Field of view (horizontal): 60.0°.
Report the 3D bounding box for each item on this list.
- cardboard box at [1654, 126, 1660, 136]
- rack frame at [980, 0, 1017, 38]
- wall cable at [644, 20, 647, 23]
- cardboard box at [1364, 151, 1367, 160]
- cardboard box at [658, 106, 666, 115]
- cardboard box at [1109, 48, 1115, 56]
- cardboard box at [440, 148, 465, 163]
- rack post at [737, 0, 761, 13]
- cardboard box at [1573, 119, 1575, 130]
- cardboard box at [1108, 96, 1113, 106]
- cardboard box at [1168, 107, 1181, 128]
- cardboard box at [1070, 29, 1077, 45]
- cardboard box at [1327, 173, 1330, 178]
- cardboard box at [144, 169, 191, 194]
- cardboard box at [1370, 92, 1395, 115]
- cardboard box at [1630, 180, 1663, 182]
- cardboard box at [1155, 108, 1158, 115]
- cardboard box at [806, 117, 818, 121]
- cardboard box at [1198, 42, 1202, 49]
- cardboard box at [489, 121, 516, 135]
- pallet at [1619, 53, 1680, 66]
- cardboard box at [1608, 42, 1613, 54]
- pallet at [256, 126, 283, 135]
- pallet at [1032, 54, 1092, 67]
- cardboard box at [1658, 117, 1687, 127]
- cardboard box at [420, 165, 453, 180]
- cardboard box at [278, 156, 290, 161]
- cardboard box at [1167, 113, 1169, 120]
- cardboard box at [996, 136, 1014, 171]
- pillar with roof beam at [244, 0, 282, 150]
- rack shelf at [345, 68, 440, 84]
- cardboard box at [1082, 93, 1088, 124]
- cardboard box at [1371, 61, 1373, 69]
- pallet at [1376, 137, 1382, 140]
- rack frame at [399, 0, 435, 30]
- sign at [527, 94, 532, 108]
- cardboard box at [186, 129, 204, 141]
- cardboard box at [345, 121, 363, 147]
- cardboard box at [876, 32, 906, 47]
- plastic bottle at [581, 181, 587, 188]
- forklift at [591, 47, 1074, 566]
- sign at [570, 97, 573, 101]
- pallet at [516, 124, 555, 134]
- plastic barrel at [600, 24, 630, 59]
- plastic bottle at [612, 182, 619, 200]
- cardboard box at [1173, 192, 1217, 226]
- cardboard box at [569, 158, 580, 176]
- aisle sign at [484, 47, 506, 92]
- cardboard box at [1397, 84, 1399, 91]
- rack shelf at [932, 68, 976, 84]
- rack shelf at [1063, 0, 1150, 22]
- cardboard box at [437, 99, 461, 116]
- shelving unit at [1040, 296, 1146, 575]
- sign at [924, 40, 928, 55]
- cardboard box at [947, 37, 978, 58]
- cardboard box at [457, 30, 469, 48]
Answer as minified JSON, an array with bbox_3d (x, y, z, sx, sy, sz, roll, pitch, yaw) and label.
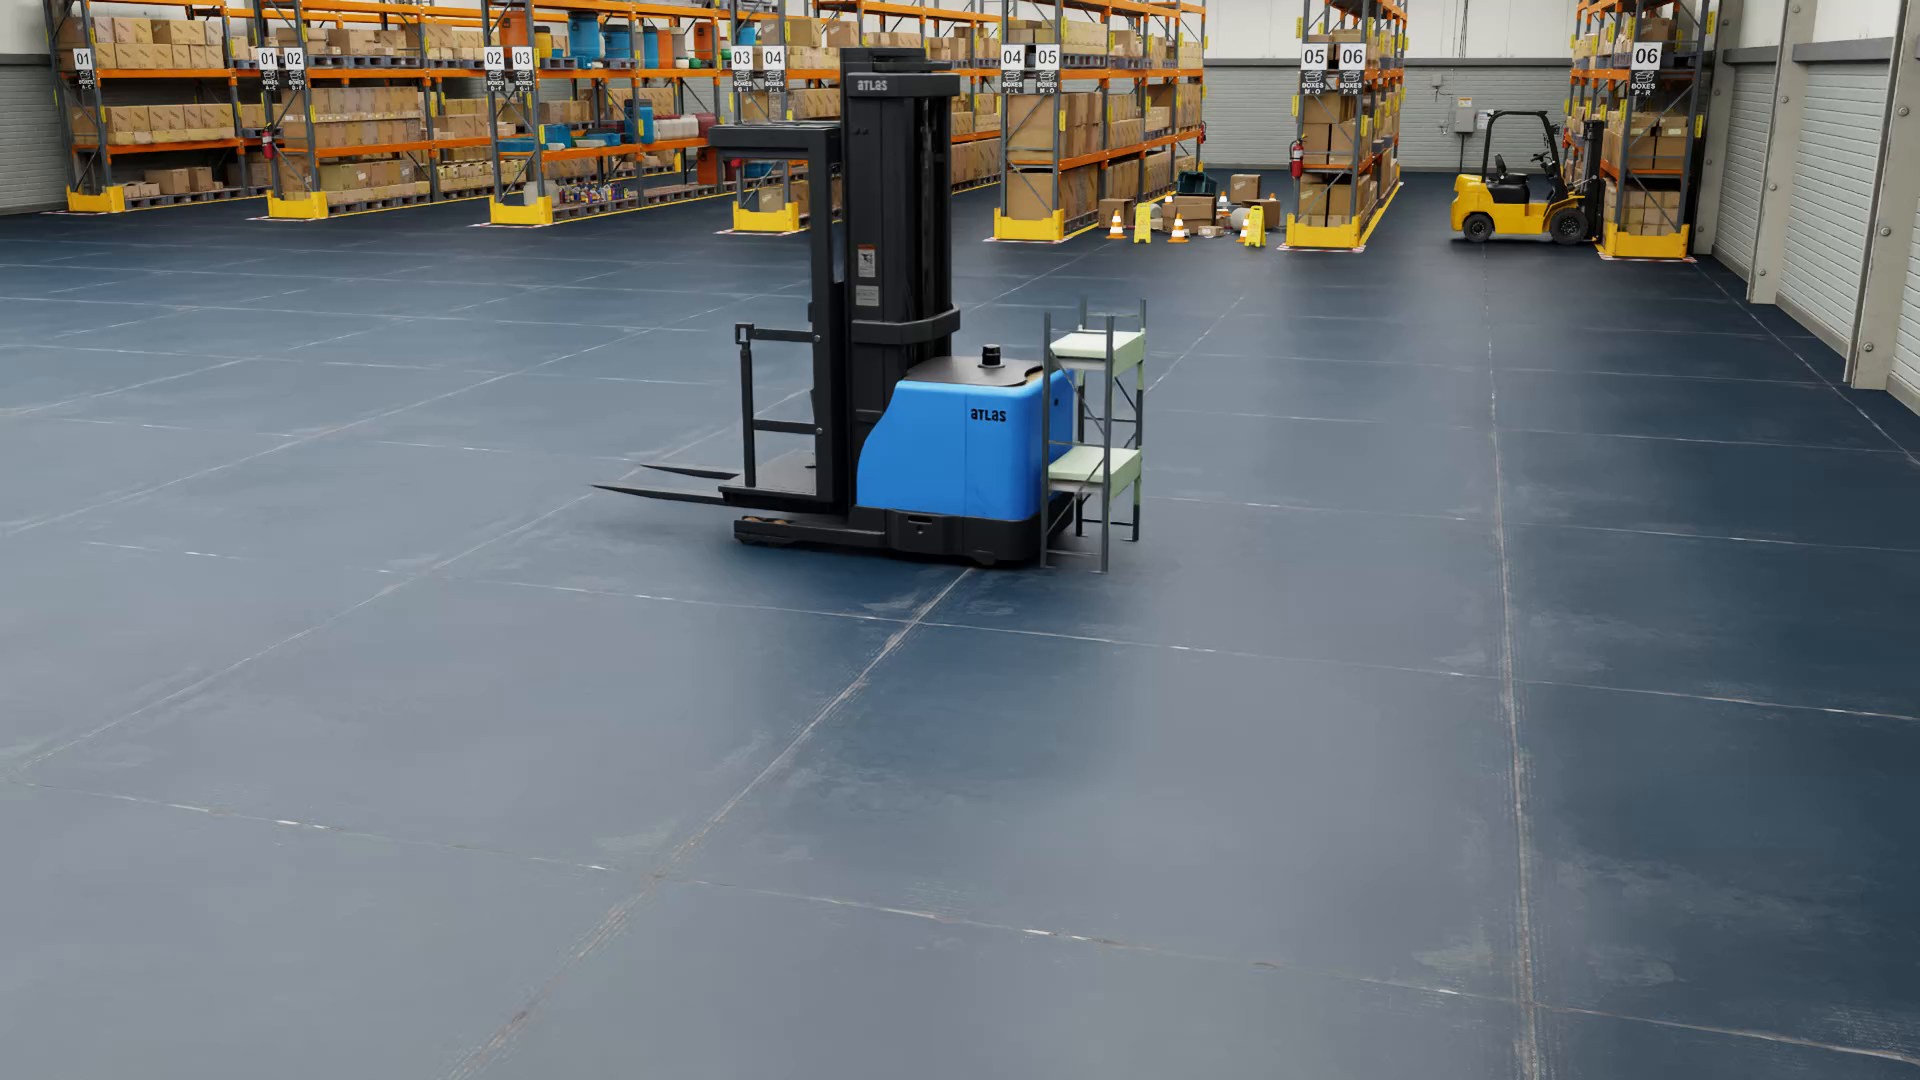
[{"bbox_3d":[11.079,-6.399,26.019,0.380,0.149,0.250,5,16,16],"label":"cardboard box"},{"bbox_3d":[1.010,-14.125,43.637,1.000,3.000,0.127,5,16,16],"label":"rack frame"},{"bbox_3d":[-8.693,-17.455,51.814,3.097,2.526,0.112,5,16,16],"label":"wall cable"},{"bbox_3d":[6.877,-6.701,28.919,0.380,0.149,0.250,5,17,16],"label":"cardboard box"},{"bbox_3d":[-8.497,-11.782,46.187,0.500,0.500,0.500,5,17,16],"label":"cardboard box"},{"bbox_3d":[2.859,-9.513,32.380,0.250,0.149,0.380,5,16,16],"label":"cardboard box"},{"bbox_3d":[-14.063,-10.532,45.774,0.700,0.500,0.500,5,17,17],"label":"cardboard box"},{"bbox_3d":[-5.329,-12.682,39.468,0.937,0.300,0.954,7,17,22],"label":"rack post"},{"bbox_3d":[14.174,-9.395,37.685,0.500,0.250,0.500,5,16,16],"label":"cardboard box"},{"bbox_3d":[2.606,-8.482,32.722,0.700,0.500,0.500,4,16,15],"label":"cardboard box"},{"bbox_3d":[4.982,-10.082,39.650,0.500,0.500,0.500,4,16,15],"label":"cardboard box"},{"bbox_3d":[1.716,-8.645,28.591,0.500,0.250,0.500,4,16,15],"label":"cardboard box"},{"bbox_3d":[6.364,-6.516,29.511,0.380,0.149,0.250,6,17,19],"label":"cardboard box"},{"bbox_3d":[-17.083,-7.725,35.843,0.700,0.500,0.500,4,16,12],"label":"cardboard box"},{"bbox_3d":[9.489,-9.816,37.426,0.500,0.500,0.500,5,17,18],"label":"cardboard box"},{"bbox_3d":[11.777,-6.029,28.527,0.500,0.250,0.500,4,16,15],"label":"cardboard box"},{"bbox_3d":[4.227,-9.617,37.338,0.380,0.149,0.250,4,16,15],"label":"cardboard box"},{"bbox_3d":[-3.144,-7.653,31.086,0.875,0.500,0.500,5,16,16],"label":"cardboard box"},{"bbox_3d":[5.924,-12.521,42.108,0.380,0.149,0.250,4,16,15],"label":"cardboard box"},{"bbox_3d":[-10.905,-9.780,39.477,0.500,0.311,0.500,6,17,19],"label":"cardboard box"},{"bbox_3d":[11.295,-7.804,27.011,1.003,0.211,1.213,5,16,16],"label":"pallet"},{"bbox_3d":[11.833,-8.805,29.590,0.500,0.311,0.500,4,16,14],"label":"cardboard box"},{"bbox_3d":[-16.034,-9.685,39.328,1.003,0.211,1.213,5,16,16],"label":"pallet"},{"bbox_3d":[1.736,-8.557,29.667,1.003,0.211,1.213,5,16,16],"label":"pallet"},{"bbox_3d":[11.025,-6.475,25.743,0.380,0.149,0.250,4,16,15],"label":"cardboard box"},{"bbox_3d":[-11.541,-8.106,36.653,0.500,0.311,0.500,5,16,16],"label":"cardboard box"},{"bbox_3d":[-16.188,-9.067,39.200,0.500,0.250,0.500,4,16,14],"label":"cardboard box"},{"bbox_3d":[4.676,-9.886,38.832,0.380,0.149,0.250,5,17,18],"label":"cardboard box"},{"bbox_3d":[0.905,-10.245,44.076,0.875,0.875,0.875,5,16,16],"label":"cardboard box"},{"bbox_3d":[-12.582,-12.577,38.181,9.100,9.000,0.400,5,16,16],"label":"pillar with roof beam"},{"bbox_3d":[-14.942,-11.918,42.673,1.077,0.370,4.000,5,16,16],"label":"rack shelf"},{"bbox_3d":[1.859,-7.902,30.439,0.875,0.550,0.550,5,16,16],"label":"cardboard box"},{"bbox_3d":[6.998,-8.279,28.983,0.380,0.149,0.250,5,17,17],"label":"cardboard box"},{"bbox_3d":[7.715,-7.764,32.556,1.003,0.211,1.213,5,16,16],"label":"pallet"},{"bbox_3d":[-14.374,-14.231,44.010,1.000,3.000,0.127,5,16,16],"label":"rack frame"},{"bbox_3d":[-10.227,-10.430,39.481,0.100,0.325,0.005,5,16,16],"label":"sign"},{"bbox_3d":[-16.769,-8.779,36.022,0.500,0.250,0.500,5,16,16],"label":"cardboard box"},{"bbox_3d":[-12.597,-8.258,33.765,0.700,0.500,0.500,5,17,16],"label":"cardboard box"},{"bbox_3d":[-1.450,-10.470,35.148,0.500,0.500,0.500,5,17,17],"label":"cardboard box"},{"bbox_3d":[-7.776,-7.241,34.411,0.144,0.351,0.185,5,17,17],"label":"plastic bottle"},{"bbox_3d":[-0.856,-1.491,10.213,3.031,2.935,1.130,6,17,20],"label":"forklift"},{"bbox_3d":[-10.146,-11.418,43.501,0.100,0.325,0.005,5,16,16],"label":"sign"},{"bbox_3d":[-10.635,-10.005,40.459,1.213,0.211,1.003,5,16,16],"label":"pallet"},{"bbox_3d":[-7.212,-10.317,34.792,0.600,0.901,0.708,5,16,16],"label":"plastic barrel"},{"bbox_3d":[-7.110,-7.179,34.193,0.144,0.351,0.185,4,16,13],"label":"plastic bottle"},{"bbox_3d":[4.294,-6.050,30.487,0.797,0.637,0.503,5,16,16],"label":"cardboard box"},{"bbox_3d":[-9.923,-9.426,41.839,0.500,0.500,0.500,4,16,14],"label":"cardboard box"},{"bbox_3d":[-8.591,-8.692,30.711,0.394,0.787,0.004,5,16,16],"label":"aisle sign"},{"bbox_3d":[10.449,-10.997,40.399,0.380,0.149,0.250,5,17,17],"label":"cardboard box"},{"bbox_3d":[-0.695,-10.766,38.610,1.077,0.370,4.000,5,16,16],"label":"rack shelf"},{"bbox_3d":[2.895,-10.559,33.116,1.077,0.370,4.000,5,16,16],"label":"rack shelf"},{"bbox_3d":[-14.204,-11.629,45.284,0.980,0.700,0.700,5,17,17],"label":"cardboard box"},{"bbox_3d":[0.790,-0.636,9.825,0.431,1.500,0.755,6,17,19],"label":"shelving unit"},{"bbox_3d":[-0.744,-10.795,36.446,0.100,0.325,0.005,5,16,16],"label":"sign"},{"bbox_3d":[0.038,-12.143,41.010,0.700,0.500,0.500,4,16,13],"label":"cardboard box"},{"bbox_3d":[-13.762,-13.626,45.323,0.500,0.500,0.500,4,16,15],"label":"cardboard box"}]
